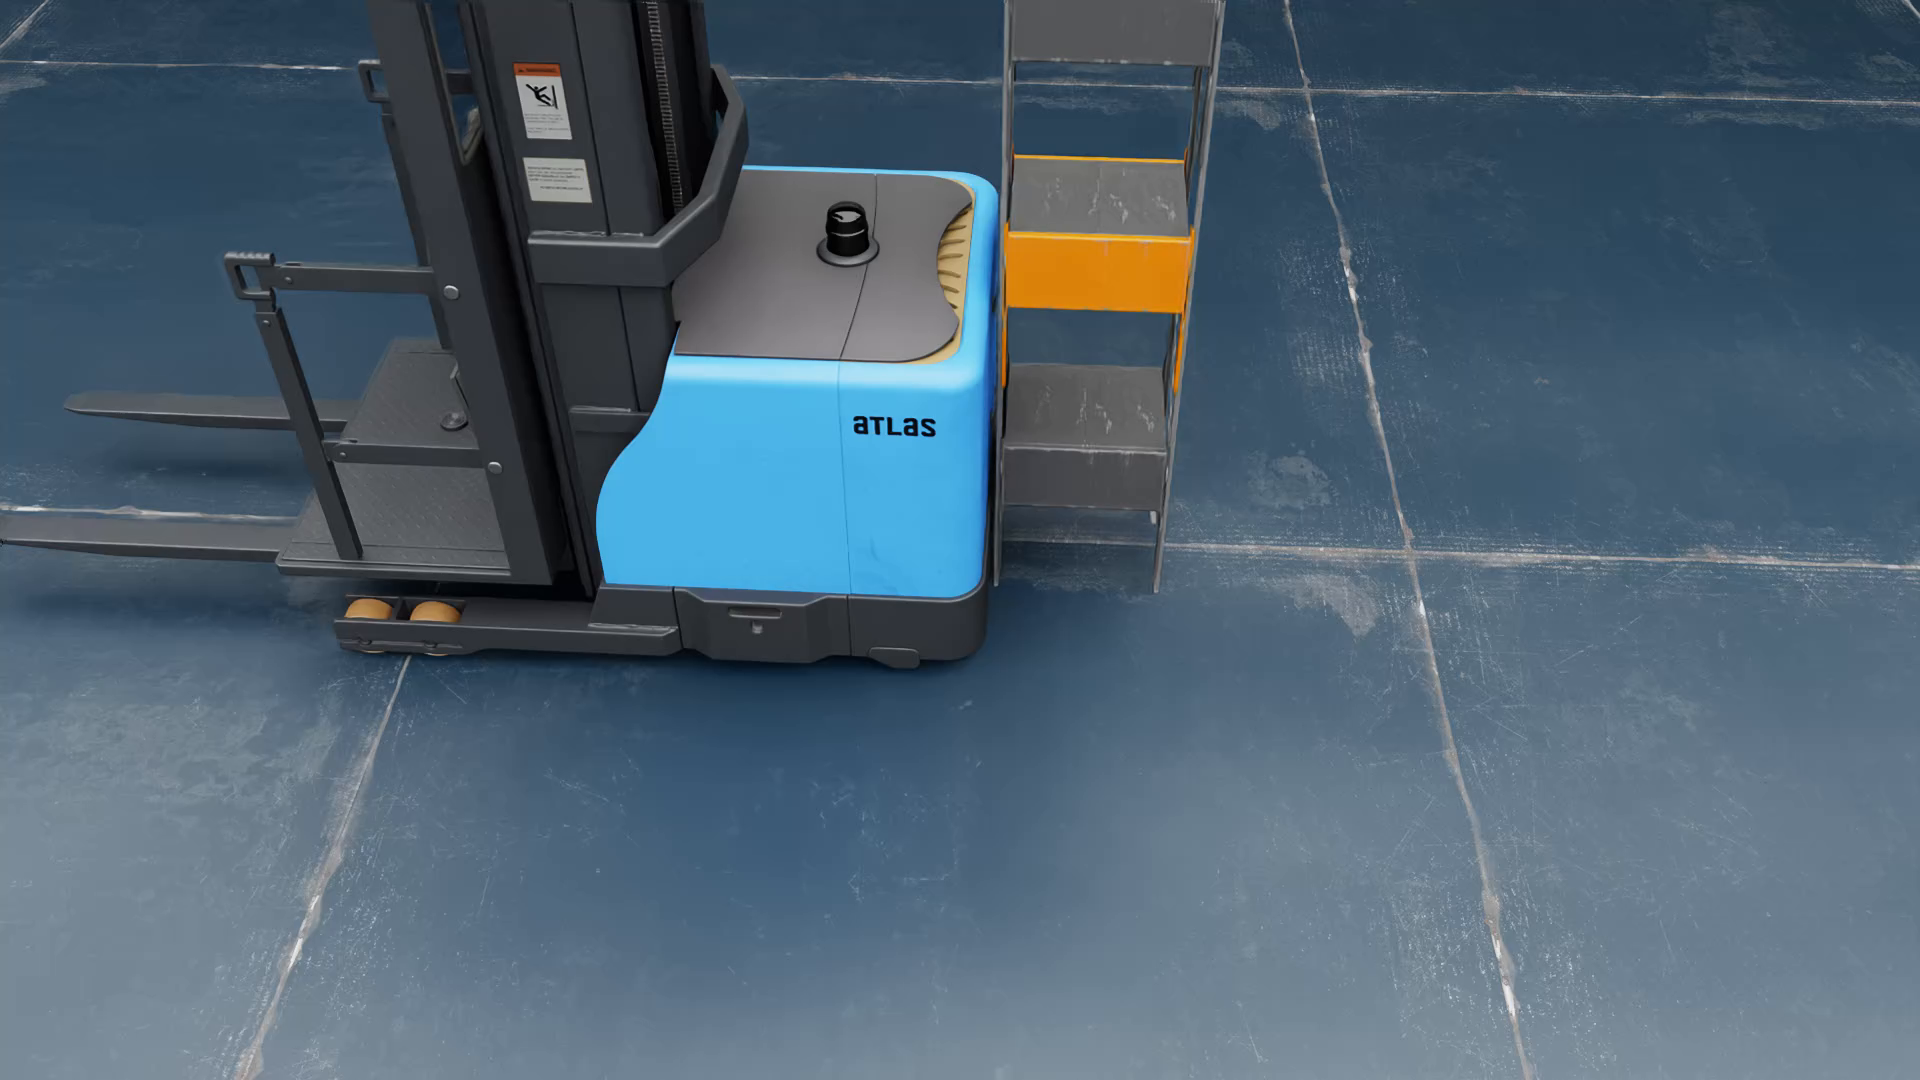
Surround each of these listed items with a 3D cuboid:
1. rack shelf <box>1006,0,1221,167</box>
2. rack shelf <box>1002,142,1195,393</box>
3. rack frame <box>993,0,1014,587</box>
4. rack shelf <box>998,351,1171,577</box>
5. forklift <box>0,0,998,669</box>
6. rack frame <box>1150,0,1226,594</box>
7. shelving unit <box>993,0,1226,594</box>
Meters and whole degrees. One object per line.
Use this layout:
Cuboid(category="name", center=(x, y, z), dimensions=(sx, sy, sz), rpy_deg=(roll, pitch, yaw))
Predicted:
Cuboid(category="rack shelf", center=(0.366, -1.252, 4.046), dimensions=(0.480, 0.518, 0.431), rpy_deg=(2, 43, 3))
Cuboid(category="rack shelf", center=(0.366, -0.739, 4.523), dimensions=(0.480, 0.518, 0.431), rpy_deg=(2, 43, 3))
Cuboid(category="rack frame", center=(0.122, -0.760, 4.525), dimensions=(0.015, 2.100, 0.400), rpy_deg=(2, 43, 3))
Cuboid(category="rack shelf", center=(0.366, -0.227, 5.000), dimensions=(0.480, 0.518, 0.431), rpy_deg=(2, 43, 3))
Cuboid(category="forklift", center=(-1.414, -1.089, 4.269), dimensions=(3.031, 2.935, 1.130), rpy_deg=(2, 43, 3))
Cuboid(category="rack frame", center=(0.609, -0.739, 4.503), dimensions=(0.015, 2.100, 0.400), rpy_deg=(2, 43, 3))
Cuboid(category="shelving unit", center=(0.366, -0.749, 4.514), dimensions=(0.503, 2.100, 0.431), rpy_deg=(2, 43, 3))
